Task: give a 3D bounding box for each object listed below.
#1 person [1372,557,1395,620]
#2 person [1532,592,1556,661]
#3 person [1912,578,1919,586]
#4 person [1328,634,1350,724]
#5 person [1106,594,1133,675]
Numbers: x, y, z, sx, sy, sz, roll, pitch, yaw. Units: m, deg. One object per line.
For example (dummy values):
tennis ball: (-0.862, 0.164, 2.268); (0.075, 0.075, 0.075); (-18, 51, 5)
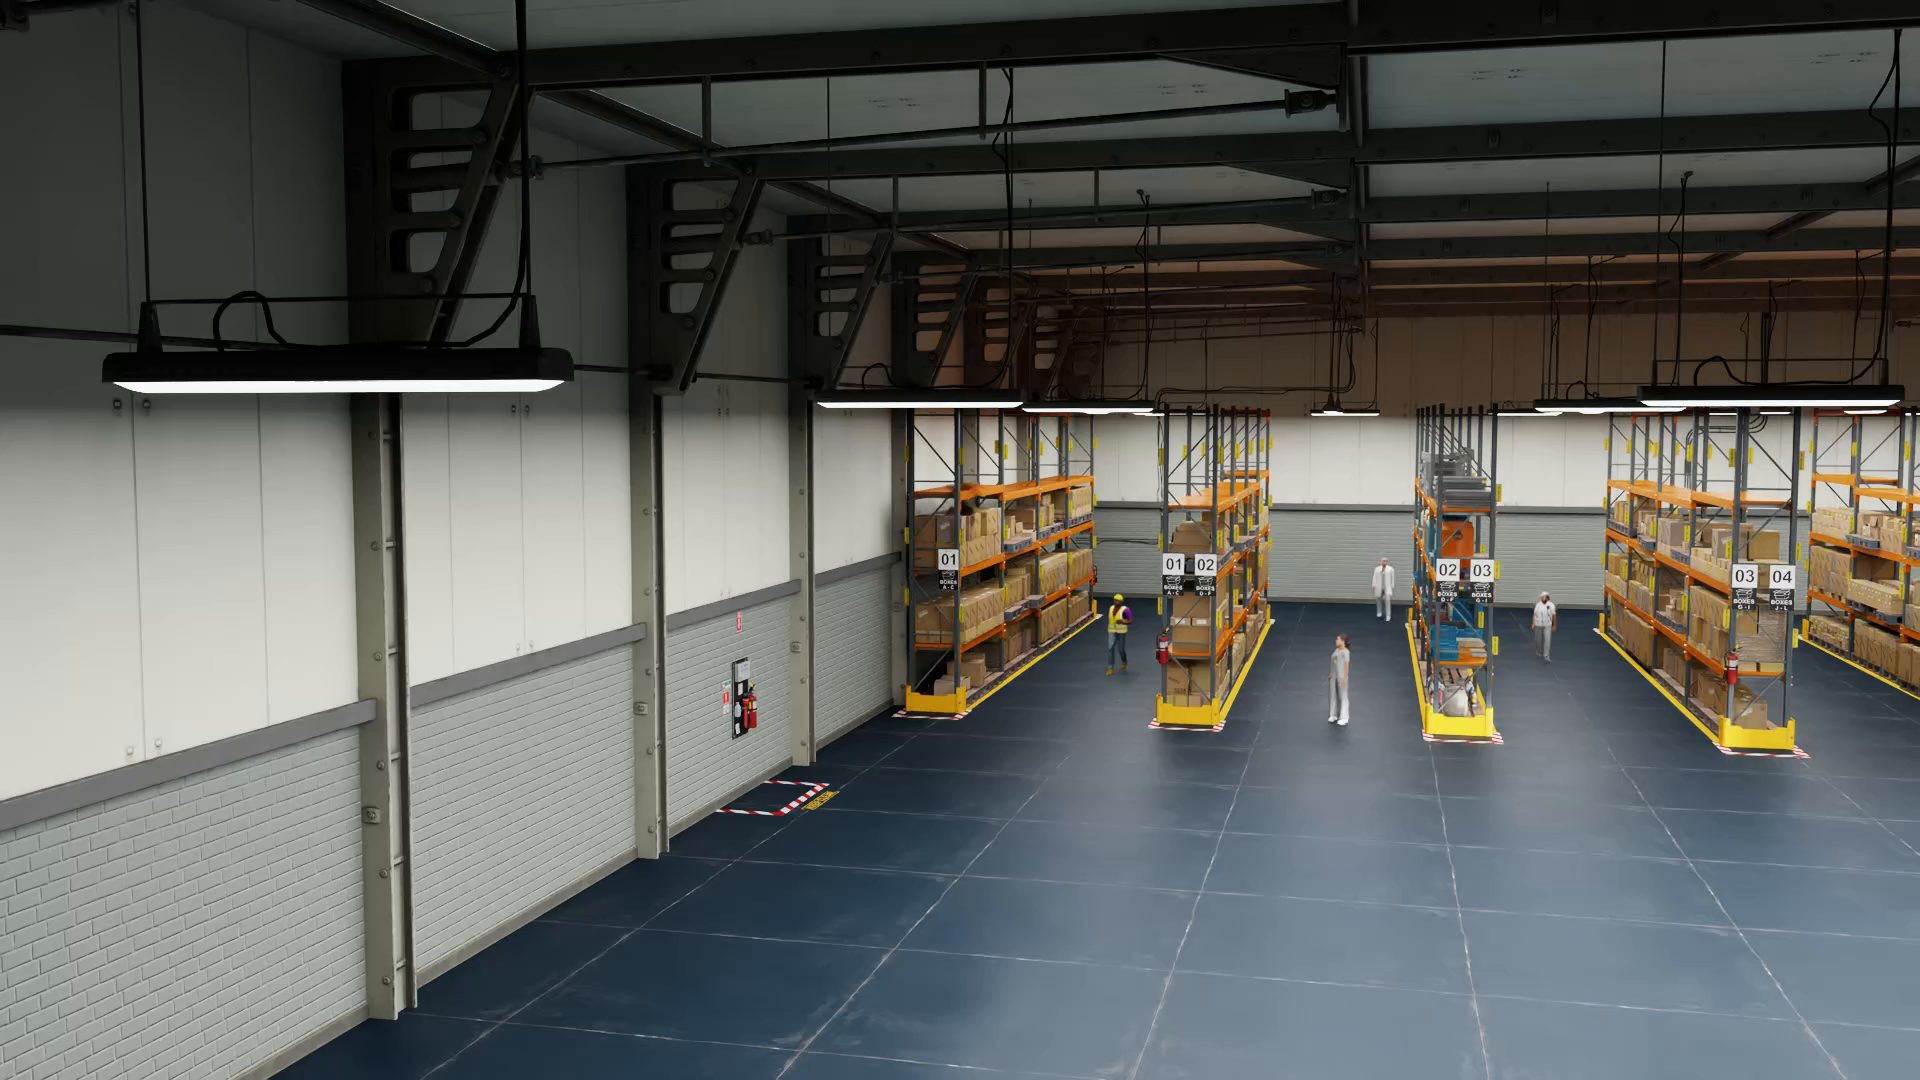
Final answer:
person: (12.100, 1.471, 47.518); (0.639, 1.553, 0.978); (1, 4, 9)
person: (13.880, 2.035, 39.526); (0.556, 1.618, 0.936); (1, 4, 18)
person: (23.624, 1.842, 41.262); (0.639, 1.786, 0.434); (-4, 6, -43)
person: (7.144, 2.605, 31.341); (0.398, 1.677, 0.488); (-3, 5, -32)
person: (3.597, 2.122, 37.446); (0.653, 1.809, 0.847); (2, 4, 20)
